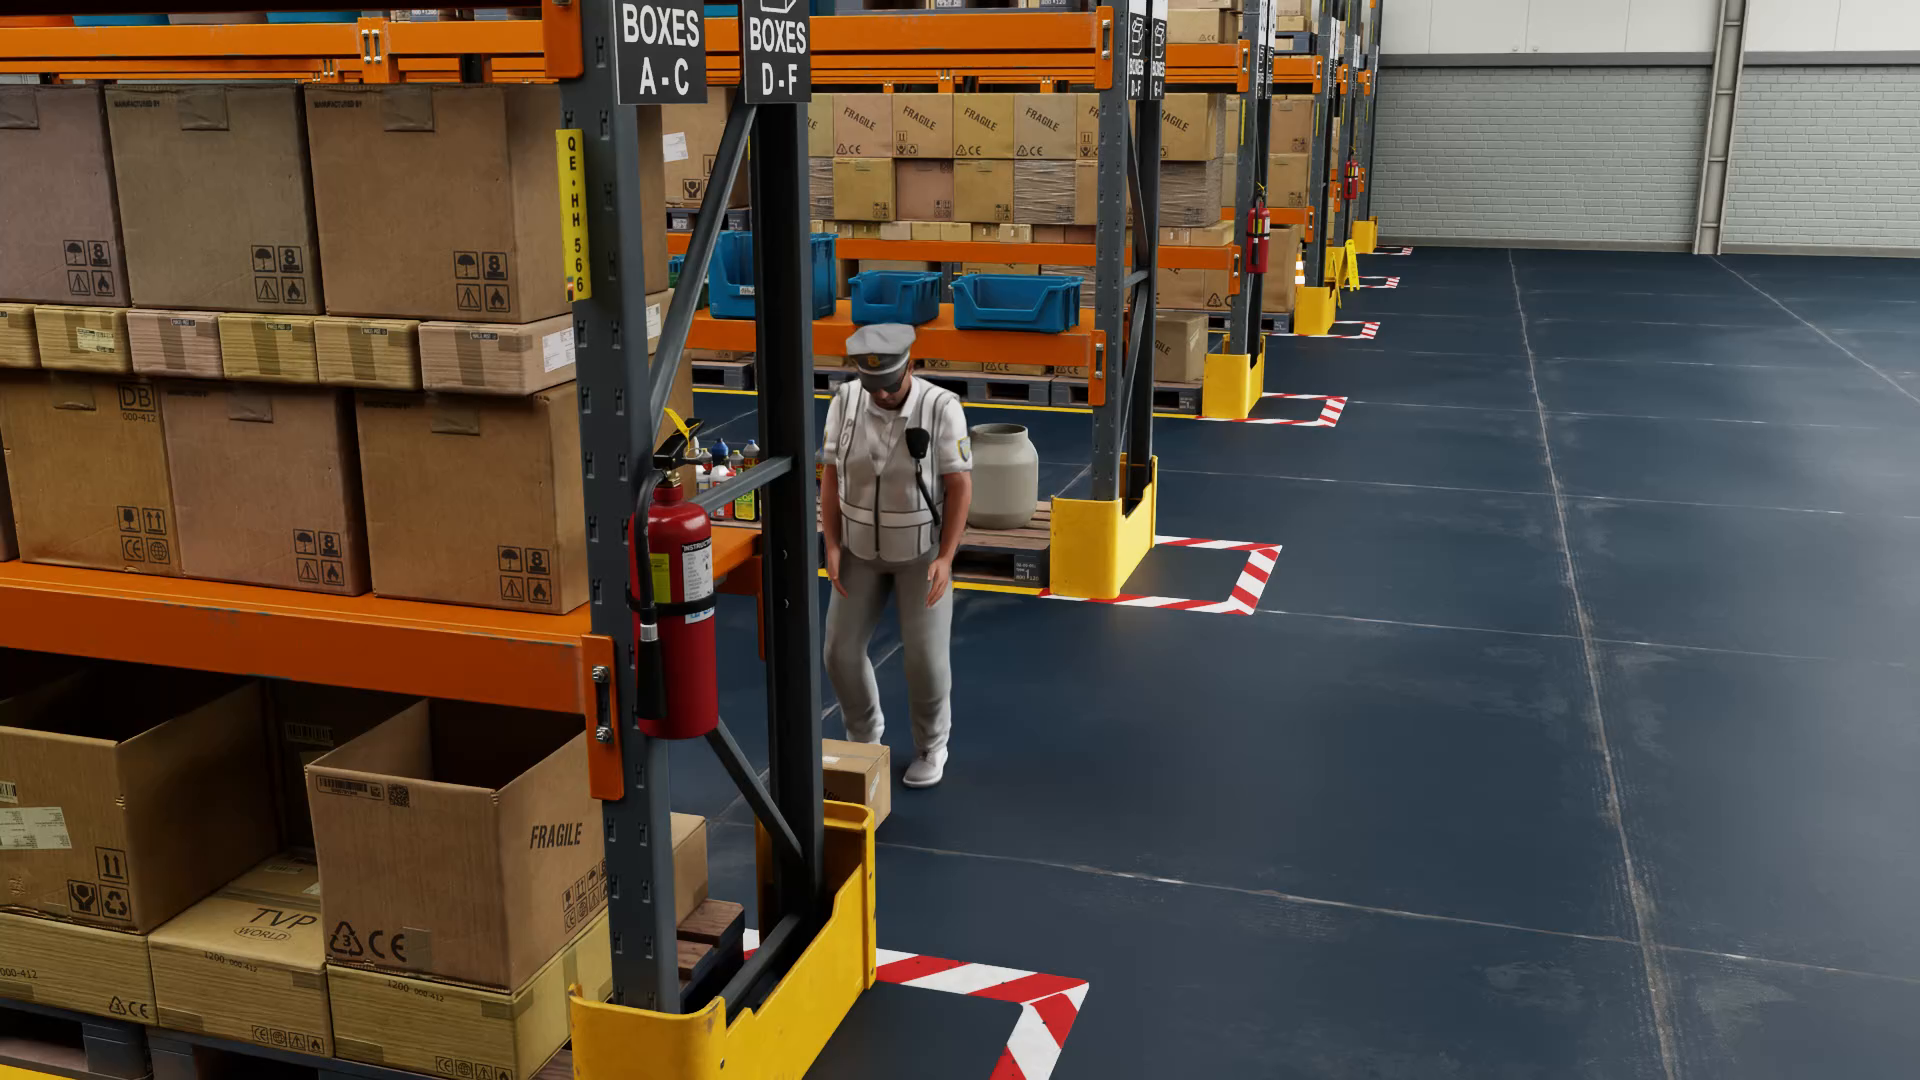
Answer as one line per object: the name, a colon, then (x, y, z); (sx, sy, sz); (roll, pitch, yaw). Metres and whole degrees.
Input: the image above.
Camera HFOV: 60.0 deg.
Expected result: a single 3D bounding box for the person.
person: (-0.226, 0.053, 5.973); (0.564, 1.678, 0.539); (5, 16, 17)
